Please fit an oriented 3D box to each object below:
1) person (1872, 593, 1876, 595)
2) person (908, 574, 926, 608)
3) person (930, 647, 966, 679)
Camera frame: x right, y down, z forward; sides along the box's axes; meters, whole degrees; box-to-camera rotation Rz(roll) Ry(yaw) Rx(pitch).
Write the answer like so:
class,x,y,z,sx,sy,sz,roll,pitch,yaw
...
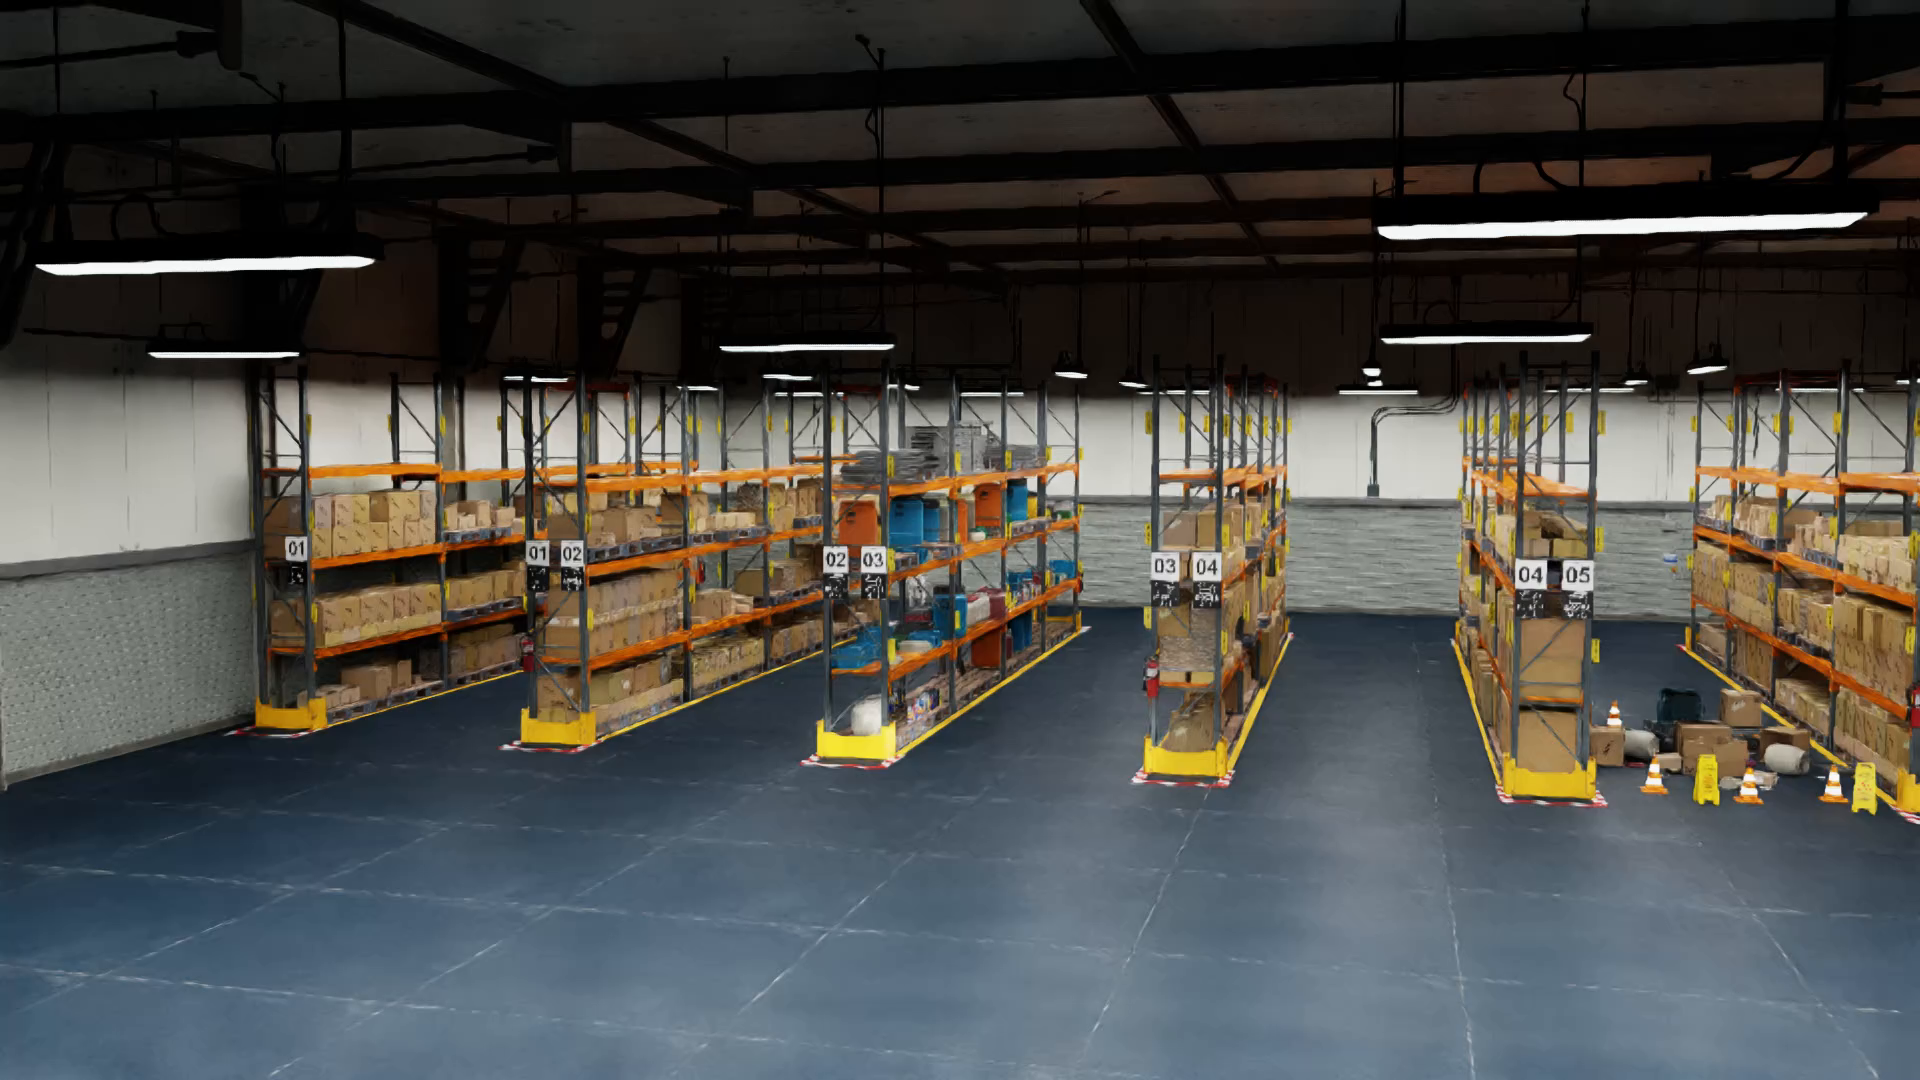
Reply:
class,x,y,z,sx,sy,sz,roll,pitch,yaw
person,19.397,1.665,35.329,0.526,1.764,0.774,1,4,11
person,-1.054,1.393,40.502,0.502,1.618,0.980,1,4,13
person,-0.190,1.876,32.049,0.553,1.644,0.655,-2,5,-31
